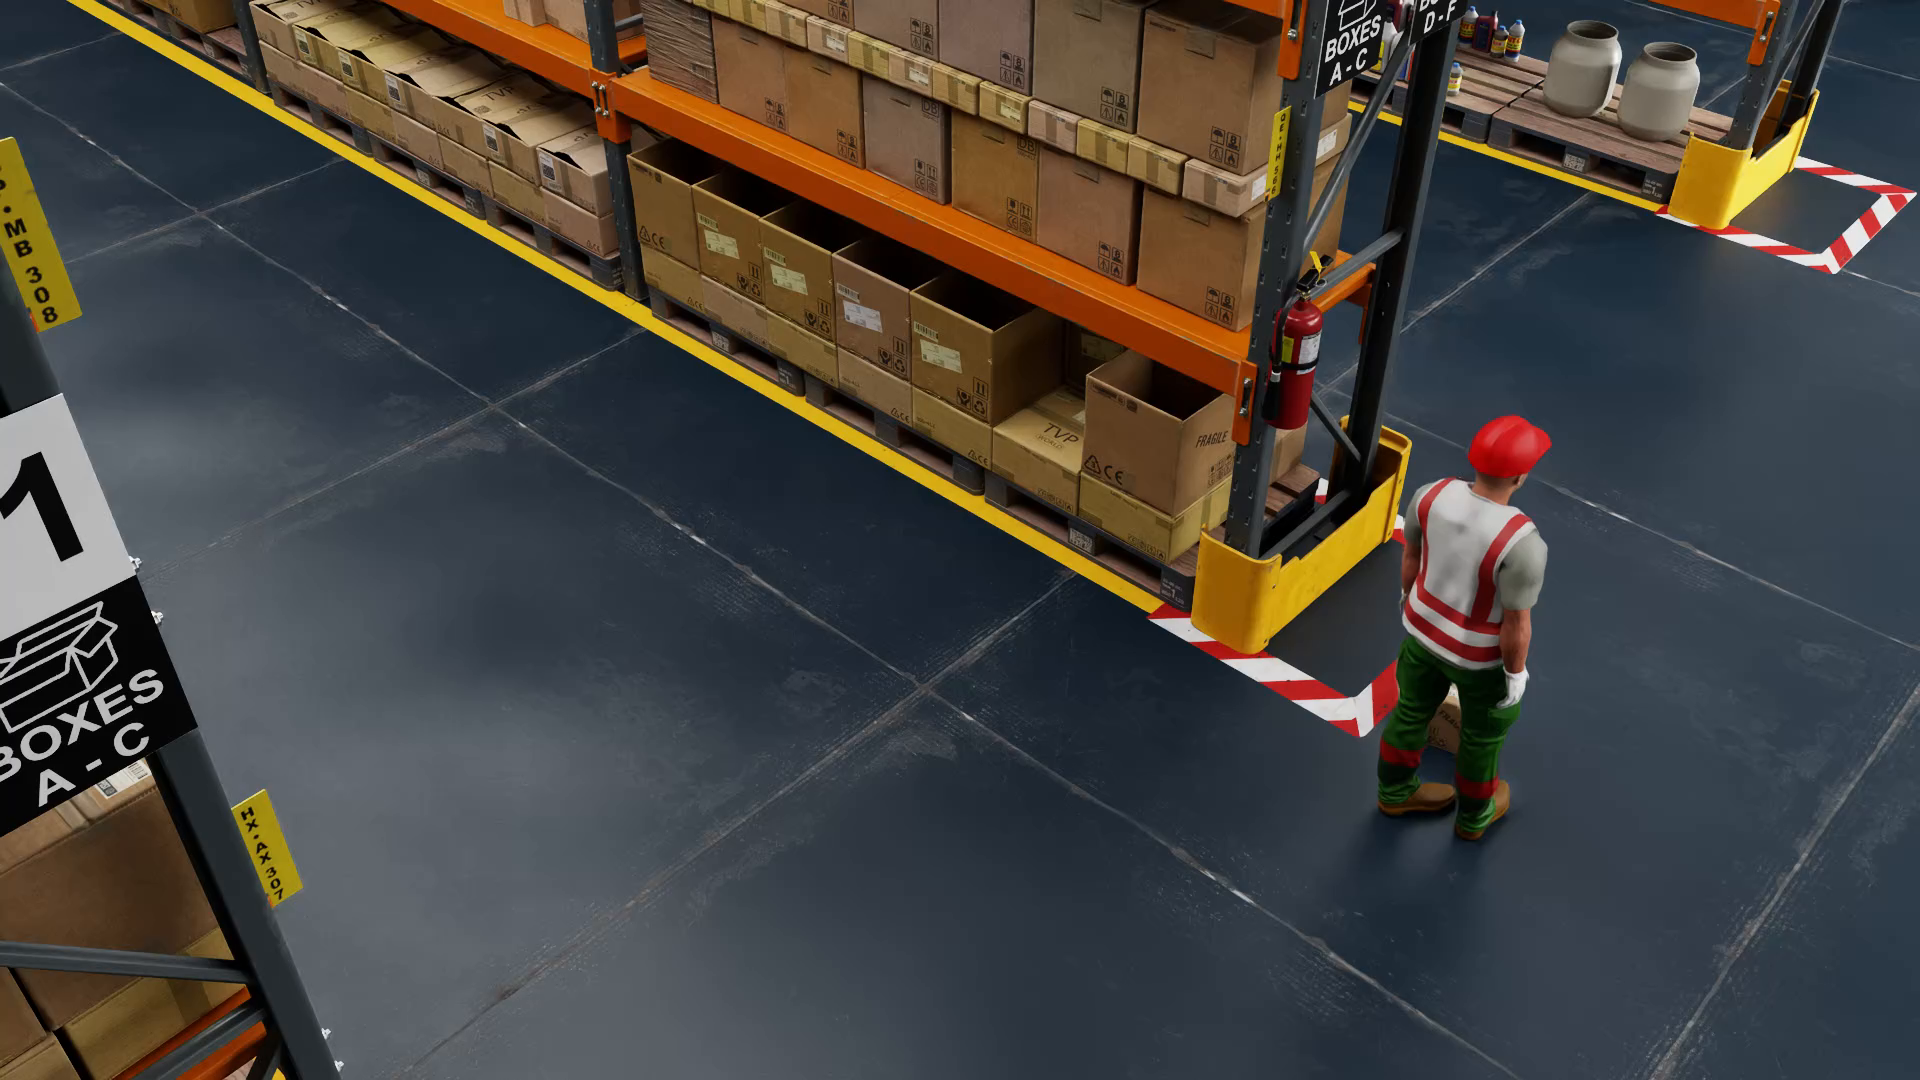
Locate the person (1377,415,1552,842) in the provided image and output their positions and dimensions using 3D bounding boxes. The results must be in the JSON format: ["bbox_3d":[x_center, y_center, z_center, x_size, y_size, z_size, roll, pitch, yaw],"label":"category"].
[{"bbox_3d":[1.778,0.301,5.750,0.489,1.798,0.568,-26,46,-28],"label":"person"}]
